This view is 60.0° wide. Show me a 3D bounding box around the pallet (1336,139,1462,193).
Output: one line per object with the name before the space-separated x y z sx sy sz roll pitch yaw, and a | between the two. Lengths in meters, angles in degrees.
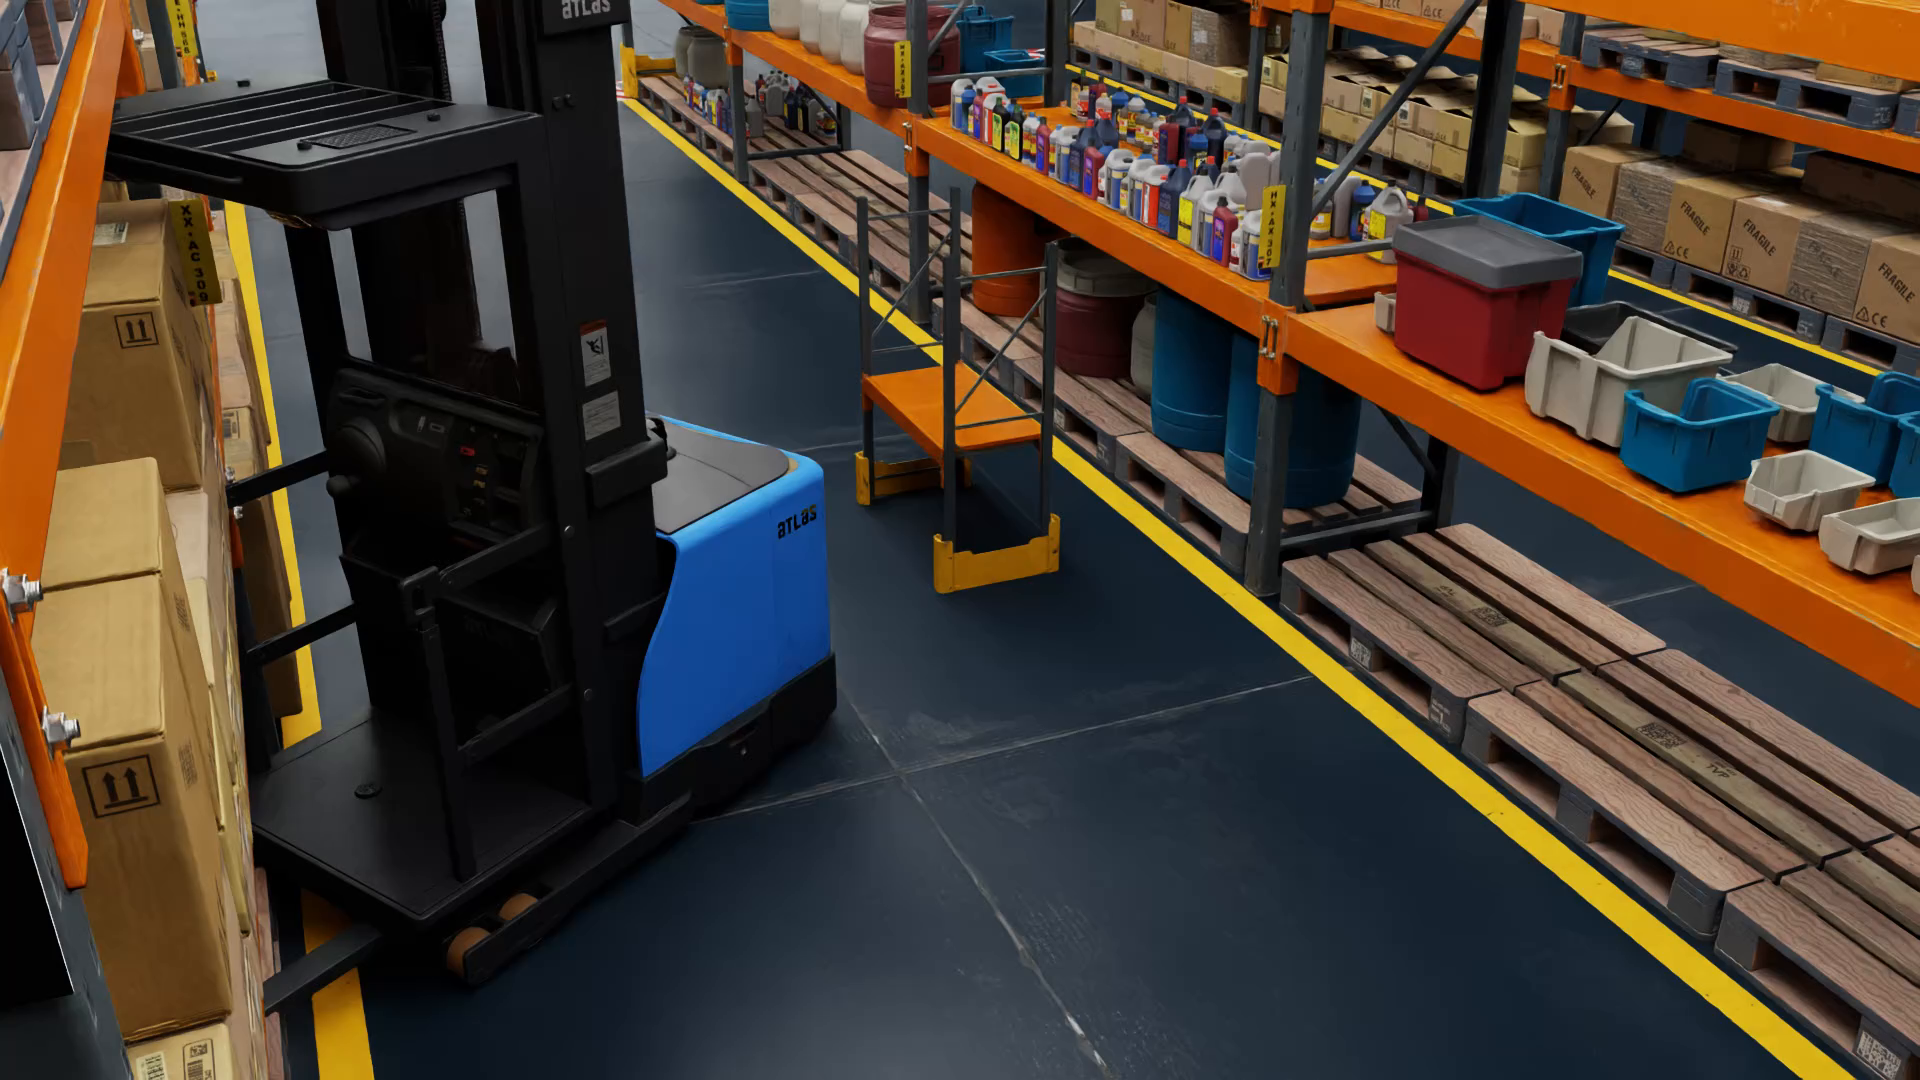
pallet | 3.963 -3.241 14.148 1.003 0.211 1.213 -11 28 -21

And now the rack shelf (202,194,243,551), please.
rack shelf | -3.610 -0.832 6.855 1.077 0.370 4.000 -11 28 -21

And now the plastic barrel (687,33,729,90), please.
plastic barrel | -2.444 -4.659 16.231 0.421 0.512 0.421 0 26 0

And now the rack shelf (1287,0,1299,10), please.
rack shelf | 0.948 -3.031 7.940 1.077 0.370 4.000 -11 28 -21

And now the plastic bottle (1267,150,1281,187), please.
plastic bottle | 1.538 -1.769 8.096 0.152 0.276 0.135 -11 28 -21

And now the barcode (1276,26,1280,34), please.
barcode | 2.874 -4.610 15.025 0.001 0.075 0.075 -11 28 -21

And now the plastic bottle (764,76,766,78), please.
plastic bottle | -1.846 -4.318 15.862 0.097 0.201 0.097 0 26 0

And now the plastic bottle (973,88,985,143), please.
plastic bottle | 0.123 -2.391 9.360 0.061 0.283 0.133 -11 28 -21

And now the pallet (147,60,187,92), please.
pallet | -5.206 -2.669 10.016 1.003 0.211 1.213 -11 28 -21

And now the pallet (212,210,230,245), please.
pallet | -5.653 -2.010 11.627 1.003 0.211 1.213 -11 28 -21

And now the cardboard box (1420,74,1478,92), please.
cardboard box | 4.176 -3.755 14.038 0.500 0.311 0.500 -11 28 -21

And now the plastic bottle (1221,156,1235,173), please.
plastic bottle | 1.339 -1.801 8.245 0.097 0.201 0.097 0 26 0

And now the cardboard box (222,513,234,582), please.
cardboard box | -2.204 0.039 4.537 0.380 0.149 0.250 -11 28 -21

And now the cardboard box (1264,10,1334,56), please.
cardboard box | 3.264 -4.809 15.982 0.500 0.500 0.500 -11 28 -21

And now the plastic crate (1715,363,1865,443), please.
plastic crate | 2.689 -0.456 5.498 0.293 0.136 0.466 -11 28 -21

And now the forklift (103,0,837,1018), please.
forklift | -1.713 -0.220 4.859 1.130 2.935 3.031 17 31 31

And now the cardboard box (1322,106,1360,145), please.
cardboard box | 3.492 -3.611 14.382 0.500 0.250 0.500 -11 28 -22

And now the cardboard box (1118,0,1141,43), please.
cardboard box | 2.001 -5.527 17.452 0.500 0.500 0.500 -11 28 -21

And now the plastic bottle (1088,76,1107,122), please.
plastic bottle | 0.806 -2.578 9.745 0.061 0.283 0.133 -11 28 -21

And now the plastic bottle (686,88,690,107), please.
plastic bottle | -2.505 -4.156 15.532 0.097 0.201 0.097 0 26 0

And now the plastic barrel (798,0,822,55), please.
plastic barrel | -0.942 -3.770 11.897 0.433 0.535 0.433 0 26 0

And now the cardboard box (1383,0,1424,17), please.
cardboard box | 3.845 -4.595 13.629 0.500 0.500 0.500 -11 28 -21

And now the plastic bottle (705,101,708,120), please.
plastic bottle | -2.252 -3.896 15.000 0.097 0.201 0.097 0 26 0

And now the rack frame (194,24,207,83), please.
rack frame | -7.526 -5.192 14.966 1.000 3.000 0.127 -11 28 -21

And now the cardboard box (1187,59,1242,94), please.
cardboard box | 2.588 -4.585 16.376 0.500 0.250 0.500 -11 28 -21

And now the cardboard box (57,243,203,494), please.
cardboard box | -2.208 -0.409 4.145 0.500 0.500 0.500 -10 28 -20

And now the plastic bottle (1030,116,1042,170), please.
plastic bottle | 0.419 -2.101 8.781 0.097 0.271 0.097 0 26 0

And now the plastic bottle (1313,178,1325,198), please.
plastic bottle | 1.699 -1.601 7.836 0.097 0.201 0.097 0 26 0

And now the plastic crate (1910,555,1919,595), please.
plastic crate | 2.711 0.090 4.379 0.396 0.136 0.243 -11 28 -21

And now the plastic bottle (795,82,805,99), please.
plastic bottle | -1.410 -3.909 14.856 0.144 0.351 0.185 -12 28 -23

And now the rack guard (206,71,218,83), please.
rack guard | -7.496 -4.038 15.452 1.175 0.500 0.348 -11 28 -21

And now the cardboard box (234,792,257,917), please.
cardboard box | -1.601 0.661 3.264 0.380 0.149 0.250 -11 28 -21

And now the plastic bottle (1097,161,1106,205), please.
plastic bottle | 0.724 -1.754 8.151 0.097 0.201 0.097 0 26 0

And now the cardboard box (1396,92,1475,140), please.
cardboard box | 3.887 -3.451 13.415 0.500 0.311 0.500 -11 28 -21

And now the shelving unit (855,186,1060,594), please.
shelving unit | -0.030 -0.705 7.484 0.587 1.500 1.083 -11 28 -21

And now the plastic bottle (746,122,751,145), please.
plastic bottle | -1.831 -3.462 14.109 0.097 0.201 0.097 0 26 0

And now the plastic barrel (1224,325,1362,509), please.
plastic barrel | 1.534 -0.667 7.611 0.600 0.901 0.708 -11 28 -21

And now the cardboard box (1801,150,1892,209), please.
cardboard box | 5.736 -2.303 10.541 0.500 0.250 0.500 -11 28 -22

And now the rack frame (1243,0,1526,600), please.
rack frame | 1.731 -1.199 6.787 1.000 3.000 0.127 -11 28 -21

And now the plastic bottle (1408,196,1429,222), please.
plastic bottle | 1.980 -1.368 7.266 0.061 0.283 0.133 -11 28 -21

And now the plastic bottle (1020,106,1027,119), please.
plastic bottle | 0.325 -2.336 9.343 0.097 0.201 0.097 0 26 0

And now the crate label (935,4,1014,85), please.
crate label | 0.024 -3.277 11.003 0.502 0.435 0.616 -11 28 -21

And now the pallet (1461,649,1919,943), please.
pallet | 2.536 0.838 5.794 1.003 0.211 1.213 -11 28 -21

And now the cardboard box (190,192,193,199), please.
cardboard box | -3.575 -1.440 7.166 0.500 0.500 0.500 -12 28 -22

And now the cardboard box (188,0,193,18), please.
cardboard box | -6.242 -4.156 12.391 0.875 0.500 0.500 -11 28 -21

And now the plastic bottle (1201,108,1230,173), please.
plastic bottle | 1.312 -2.040 8.566 0.144 0.351 0.185 -11 28 -21

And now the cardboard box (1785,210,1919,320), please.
cardboard box | 5.451 -1.677 10.112 0.500 0.500 0.500 -10 28 -20

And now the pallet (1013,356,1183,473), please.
pallet | 0.985 -0.758 9.062 1.003 0.211 1.213 -11 28 -21

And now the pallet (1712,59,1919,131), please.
pallet | 5.489 -2.793 10.270 1.003 0.211 1.213 -11 28 -21

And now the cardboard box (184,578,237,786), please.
cardboard box | -1.812 0.338 3.470 0.500 0.250 0.500 -11 28 -22

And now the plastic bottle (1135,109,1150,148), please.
plastic bottle | 1.025 -2.295 9.258 0.097 0.201 0.097 0 26 0

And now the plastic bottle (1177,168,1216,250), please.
plastic bottle | 1.070 -1.492 7.443 0.144 0.351 0.185 -11 28 -21

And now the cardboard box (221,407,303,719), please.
cardboard box | -3.095 0.163 5.940 1.225 0.875 0.875 -10 28 -20
